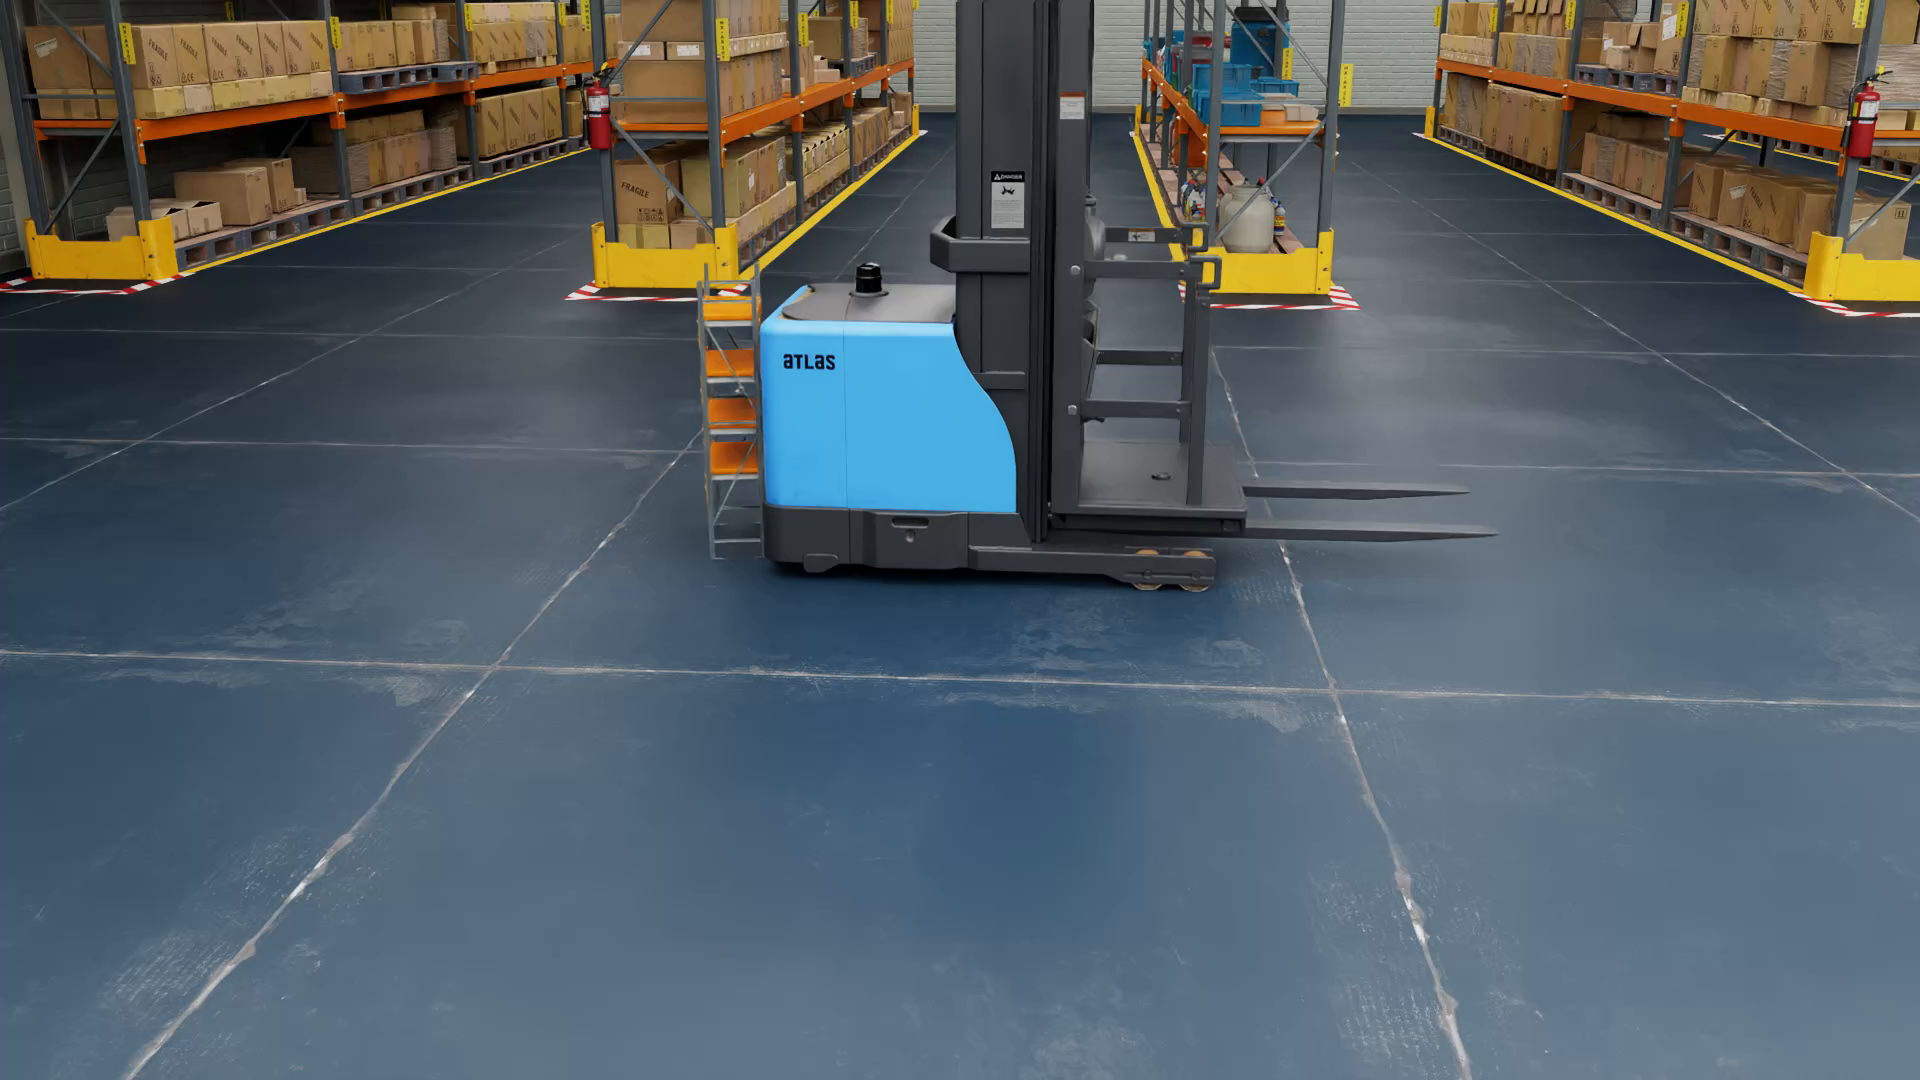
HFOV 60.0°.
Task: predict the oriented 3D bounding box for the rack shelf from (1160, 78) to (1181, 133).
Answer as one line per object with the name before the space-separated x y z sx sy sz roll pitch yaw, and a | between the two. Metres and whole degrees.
rack shelf | 2.915 -4.987 18.979 1.077 0.370 4.000 1 18 4

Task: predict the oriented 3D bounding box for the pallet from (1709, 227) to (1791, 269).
pallet | 7.614 -2.682 15.270 1.003 0.211 1.213 1 18 4

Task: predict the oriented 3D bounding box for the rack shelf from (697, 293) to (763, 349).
rack shelf | -0.977 -0.938 7.096 0.258 0.148 0.480 -2 18 -5

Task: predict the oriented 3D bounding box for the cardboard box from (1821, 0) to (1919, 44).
cardboard box | 7.218 -4.195 13.164 0.500 0.500 0.500 1 18 4

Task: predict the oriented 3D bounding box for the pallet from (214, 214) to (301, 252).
pallet | -7.207 -3.014 16.282 1.003 0.211 1.213 1 18 4

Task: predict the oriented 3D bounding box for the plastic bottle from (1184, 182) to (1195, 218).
plastic bottle | 2.287 -3.358 16.400 0.144 0.351 0.185 1 18 2

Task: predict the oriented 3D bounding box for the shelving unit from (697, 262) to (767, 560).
shelving unit | -0.977 -0.564 7.219 0.258 1.200 0.503 -2 18 -5

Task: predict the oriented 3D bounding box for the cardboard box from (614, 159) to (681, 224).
cardboard box | -2.714 -2.999 14.296 0.500 0.500 0.500 1 18 4

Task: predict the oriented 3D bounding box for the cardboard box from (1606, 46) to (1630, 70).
cardboard box | 7.649 -5.452 18.811 0.500 0.250 0.500 1 18 2

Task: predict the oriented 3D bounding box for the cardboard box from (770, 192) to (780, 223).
cardboard box | -2.051 -3.252 16.273 0.500 0.250 0.500 1 18 4

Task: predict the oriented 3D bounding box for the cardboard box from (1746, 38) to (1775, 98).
cardboard box | 7.535 -4.181 14.727 0.875 0.500 0.500 1 18 4

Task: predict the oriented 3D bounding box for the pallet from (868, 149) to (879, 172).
pallet | -1.700 -5.345 23.397 1.003 0.211 1.213 1 18 4

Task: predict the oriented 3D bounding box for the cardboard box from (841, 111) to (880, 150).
cardboard box | -1.425 -5.856 23.786 0.500 0.500 0.500 2 18 5

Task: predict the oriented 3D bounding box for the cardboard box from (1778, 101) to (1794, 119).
cardboard box | 7.313 -3.717 14.352 0.380 0.149 0.250 1 18 4

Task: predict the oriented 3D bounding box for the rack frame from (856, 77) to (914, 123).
rack frame | -1.308 -8.546 28.687 1.000 3.000 0.127 1 18 4

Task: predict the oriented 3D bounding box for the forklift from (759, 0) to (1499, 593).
forklift | 0.725 -1.353 6.844 3.031 2.935 1.130 2 18 5

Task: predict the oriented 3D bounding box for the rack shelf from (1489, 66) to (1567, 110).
rack shelf | 8.142 -6.118 22.433 1.077 0.370 4.000 1 18 4

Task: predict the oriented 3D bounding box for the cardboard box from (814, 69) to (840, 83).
cardboard box | -1.671 -5.656 20.272 0.380 0.149 0.250 1 18 4

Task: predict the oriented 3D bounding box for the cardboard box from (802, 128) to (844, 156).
cardboard box | -1.704 -4.891 20.373 0.500 0.311 0.500 1 18 3

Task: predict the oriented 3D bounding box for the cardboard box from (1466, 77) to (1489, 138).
cardboard box | 8.477 -6.754 25.956 0.875 0.875 0.875 1 18 4

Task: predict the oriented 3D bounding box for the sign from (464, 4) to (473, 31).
sign | -6.281 -6.674 21.242 0.100 0.325 0.005 1 18 4

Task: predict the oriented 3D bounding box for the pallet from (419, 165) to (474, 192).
pallet | -6.880 -4.603 21.132 1.003 0.211 1.213 1 18 4

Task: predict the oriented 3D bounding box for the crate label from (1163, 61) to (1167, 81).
crate label | 2.655 -5.748 20.415 0.303 0.233 0.416 1 18 4

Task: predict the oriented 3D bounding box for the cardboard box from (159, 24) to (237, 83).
cardboard box | -6.974 -4.436 15.148 0.500 0.500 0.500 1 18 2

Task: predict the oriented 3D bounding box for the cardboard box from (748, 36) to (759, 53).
cardboard box | -2.083 -4.609 15.468 0.380 0.149 0.250 2 18 6

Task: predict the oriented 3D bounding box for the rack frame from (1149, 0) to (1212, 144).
rack frame | 3.345 -7.192 24.554 1.000 3.000 0.127 1 18 4

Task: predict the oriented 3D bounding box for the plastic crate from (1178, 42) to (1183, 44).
plastic crate | 3.639 -7.634 25.998 0.437 0.282 0.530 1 18 4

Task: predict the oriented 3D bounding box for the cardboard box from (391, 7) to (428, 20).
cardboard box | -6.826 -6.528 20.618 0.380 0.149 0.250 -2 18 -5

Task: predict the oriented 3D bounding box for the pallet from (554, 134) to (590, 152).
pallet | -6.404 -6.322 26.379 1.003 0.211 1.213 1 18 4

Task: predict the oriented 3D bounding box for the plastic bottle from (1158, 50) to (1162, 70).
plastic bottle | 2.830 -6.756 23.412 0.061 0.283 0.133 1 18 4

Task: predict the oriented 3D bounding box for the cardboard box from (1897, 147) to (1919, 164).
cardboard box | 12.788 -5.245 21.952 0.500 0.500 0.500 0 18 1

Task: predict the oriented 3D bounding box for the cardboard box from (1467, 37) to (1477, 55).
cardboard box | 8.127 -7.614 25.605 0.500 0.250 0.500 2 18 5

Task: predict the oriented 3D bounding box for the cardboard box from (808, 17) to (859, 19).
cardboard box | -1.838 -7.194 23.725 0.700 0.500 0.500 4 19 13

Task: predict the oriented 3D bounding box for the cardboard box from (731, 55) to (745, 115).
cardboard box | -2.335 -4.086 14.916 0.700 0.500 0.500 1 18 4

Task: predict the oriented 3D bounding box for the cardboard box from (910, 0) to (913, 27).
cardboard box | -1.066 -8.924 28.075 0.500 0.500 0.500 1 18 3

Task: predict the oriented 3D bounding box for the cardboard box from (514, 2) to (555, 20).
cardboard box | -6.314 -7.817 24.588 0.500 0.250 0.500 2 18 5

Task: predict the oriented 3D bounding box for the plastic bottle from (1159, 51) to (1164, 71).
plastic bottle | 2.849 -6.638 23.064 0.152 0.276 0.135 1 18 4

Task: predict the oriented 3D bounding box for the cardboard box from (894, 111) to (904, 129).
cardboard box | -1.199 -6.980 27.616 0.500 0.250 0.500 1 18 4

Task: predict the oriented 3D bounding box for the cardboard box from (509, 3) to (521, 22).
cardboard box | -6.433 -7.342 23.137 0.500 0.250 0.500 1 18 3

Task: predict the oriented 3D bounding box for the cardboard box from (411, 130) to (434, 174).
cardboard box | -6.975 -4.810 20.592 0.700 0.500 0.500 1 18 4

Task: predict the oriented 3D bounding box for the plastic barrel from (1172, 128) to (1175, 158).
plastic barrel | 3.028 -5.297 22.091 0.421 0.512 0.421 0 18 0

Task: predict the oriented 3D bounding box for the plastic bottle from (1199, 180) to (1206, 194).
plastic bottle | 2.444 -3.413 16.569 0.144 0.351 0.185 1 18 4

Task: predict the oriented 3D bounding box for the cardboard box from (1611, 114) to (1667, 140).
cardboard box | 7.953 -4.843 19.489 0.500 0.250 0.500 3 18 10

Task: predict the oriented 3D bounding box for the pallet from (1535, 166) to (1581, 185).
pallet | 8.131 -4.757 21.602 1.003 0.211 1.213 1 18 4

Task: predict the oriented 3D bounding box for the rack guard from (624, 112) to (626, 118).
rack guard | -6.248 -7.475 29.433 1.175 0.500 0.348 1 18 4

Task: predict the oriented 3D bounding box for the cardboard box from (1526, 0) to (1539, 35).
cardboard box | 8.187 -7.194 22.790 0.797 0.503 0.637 1 18 5

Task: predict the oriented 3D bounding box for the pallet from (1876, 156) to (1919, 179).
pallet | 13.086 -4.992 22.320 1.003 0.211 1.213 1 18 4

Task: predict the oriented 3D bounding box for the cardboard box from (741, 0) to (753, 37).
cardboard box | -2.302 -4.877 15.247 0.700 0.500 0.500 1 18 4

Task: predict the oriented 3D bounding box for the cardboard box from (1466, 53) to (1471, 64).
cardboard box | 8.073 -7.463 25.786 0.380 0.149 0.250 1 18 3

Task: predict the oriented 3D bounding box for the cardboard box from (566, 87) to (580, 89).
cardboard box | -6.479 -7.405 27.504 0.380 0.149 0.250 1 18 4

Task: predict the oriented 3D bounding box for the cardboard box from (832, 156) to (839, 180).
cardboard box | -1.749 -4.469 19.986 0.500 0.250 0.500 2 18 5

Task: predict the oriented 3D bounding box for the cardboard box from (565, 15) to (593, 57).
cardboard box | -6.381 -8.177 27.078 0.980 0.700 0.700 0 18 1

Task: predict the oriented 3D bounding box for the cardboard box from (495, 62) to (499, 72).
cardboard box | -6.533 -6.478 22.748 0.380 0.149 0.250 2 18 5
